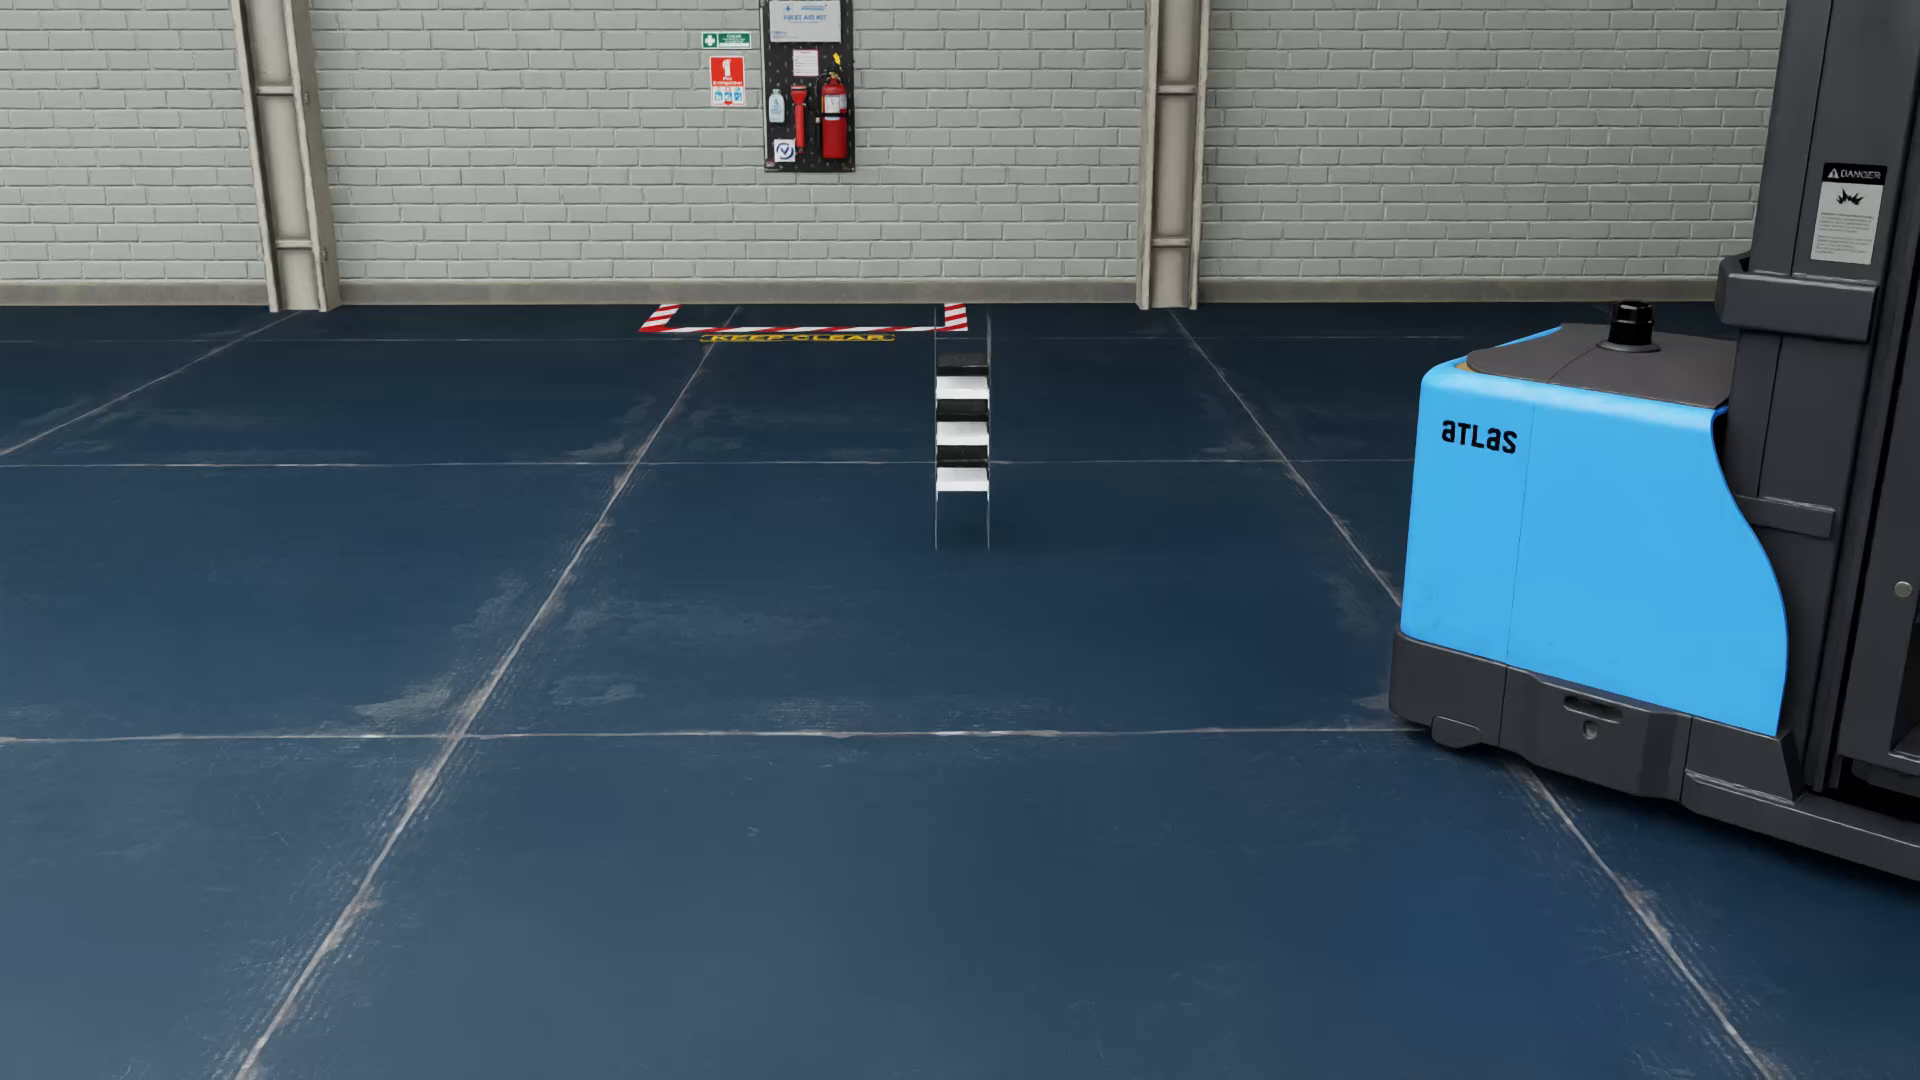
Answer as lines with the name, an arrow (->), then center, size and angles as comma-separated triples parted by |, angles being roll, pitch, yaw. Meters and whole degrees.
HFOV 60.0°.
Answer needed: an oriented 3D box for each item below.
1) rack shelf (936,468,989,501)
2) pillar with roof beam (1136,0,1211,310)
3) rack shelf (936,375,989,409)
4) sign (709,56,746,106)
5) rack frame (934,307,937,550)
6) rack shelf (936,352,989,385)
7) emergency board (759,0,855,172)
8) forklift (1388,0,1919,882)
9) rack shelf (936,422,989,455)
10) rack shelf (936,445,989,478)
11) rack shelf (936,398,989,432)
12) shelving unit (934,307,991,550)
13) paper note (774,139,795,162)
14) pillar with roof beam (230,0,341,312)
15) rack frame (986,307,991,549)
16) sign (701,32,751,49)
rack shelf -> 0.008, -0.225, 6.475 | 0.200, 0.077, 0.258 | 0, 18, -1
pillar with roof beam -> 1.514, -4.615, 6.201 | 0.400, 9.000, 9.100 | 0, 18, -1
rack shelf -> 0.008, -0.568, 6.365 | 0.200, 0.077, 0.258 | 0, 18, -1
sign -> -1.579, -3.119, 11.300 | 0.234, 0.329, 0.001 | 0, 18, -1
rack frame -> -0.094, -0.428, 6.409 | 0.006, 0.900, 0.240 | 0, 18, -1
rack shelf -> 0.008, -0.654, 6.338 | 0.200, 0.077, 0.258 | 0, 18, -1
emergency board -> -1.025, -3.073, 11.216 | 0.643, 1.169, 0.194 | 0, 18, -1
forklift -> 2.659, -0.641, 3.746 | 3.031, 2.935, 1.130 | 16, 24, 40
rack shelf -> 0.008, -0.397, 6.420 | 0.200, 0.077, 0.258 | 0, 18, -1
rack shelf -> 0.008, -0.311, 6.448 | 0.200, 0.077, 0.258 | 0, 18, -1
rack shelf -> 0.008, -0.482, 6.393 | 0.200, 0.077, 0.258 | 0, 18, -1
shelving unit -> 0.008, -0.429, 6.410 | 0.210, 0.900, 0.258 | 0, 18, -1
paper note -> -1.203, -2.674, 11.413 | 0.142, 0.148, 0.016 | 0, 18, -1
pillar with roof beam -> -4.485, -4.586, 6.111 | 0.400, 9.000, 9.100 | 0, 18, -1
rack frame -> 0.110, -0.429, 6.412 | 0.006, 0.900, 0.240 | 0, 18, -1
sign -> -1.575, -3.368, 11.211 | 0.331, 0.109, 0.001 | 0, 18, -1
